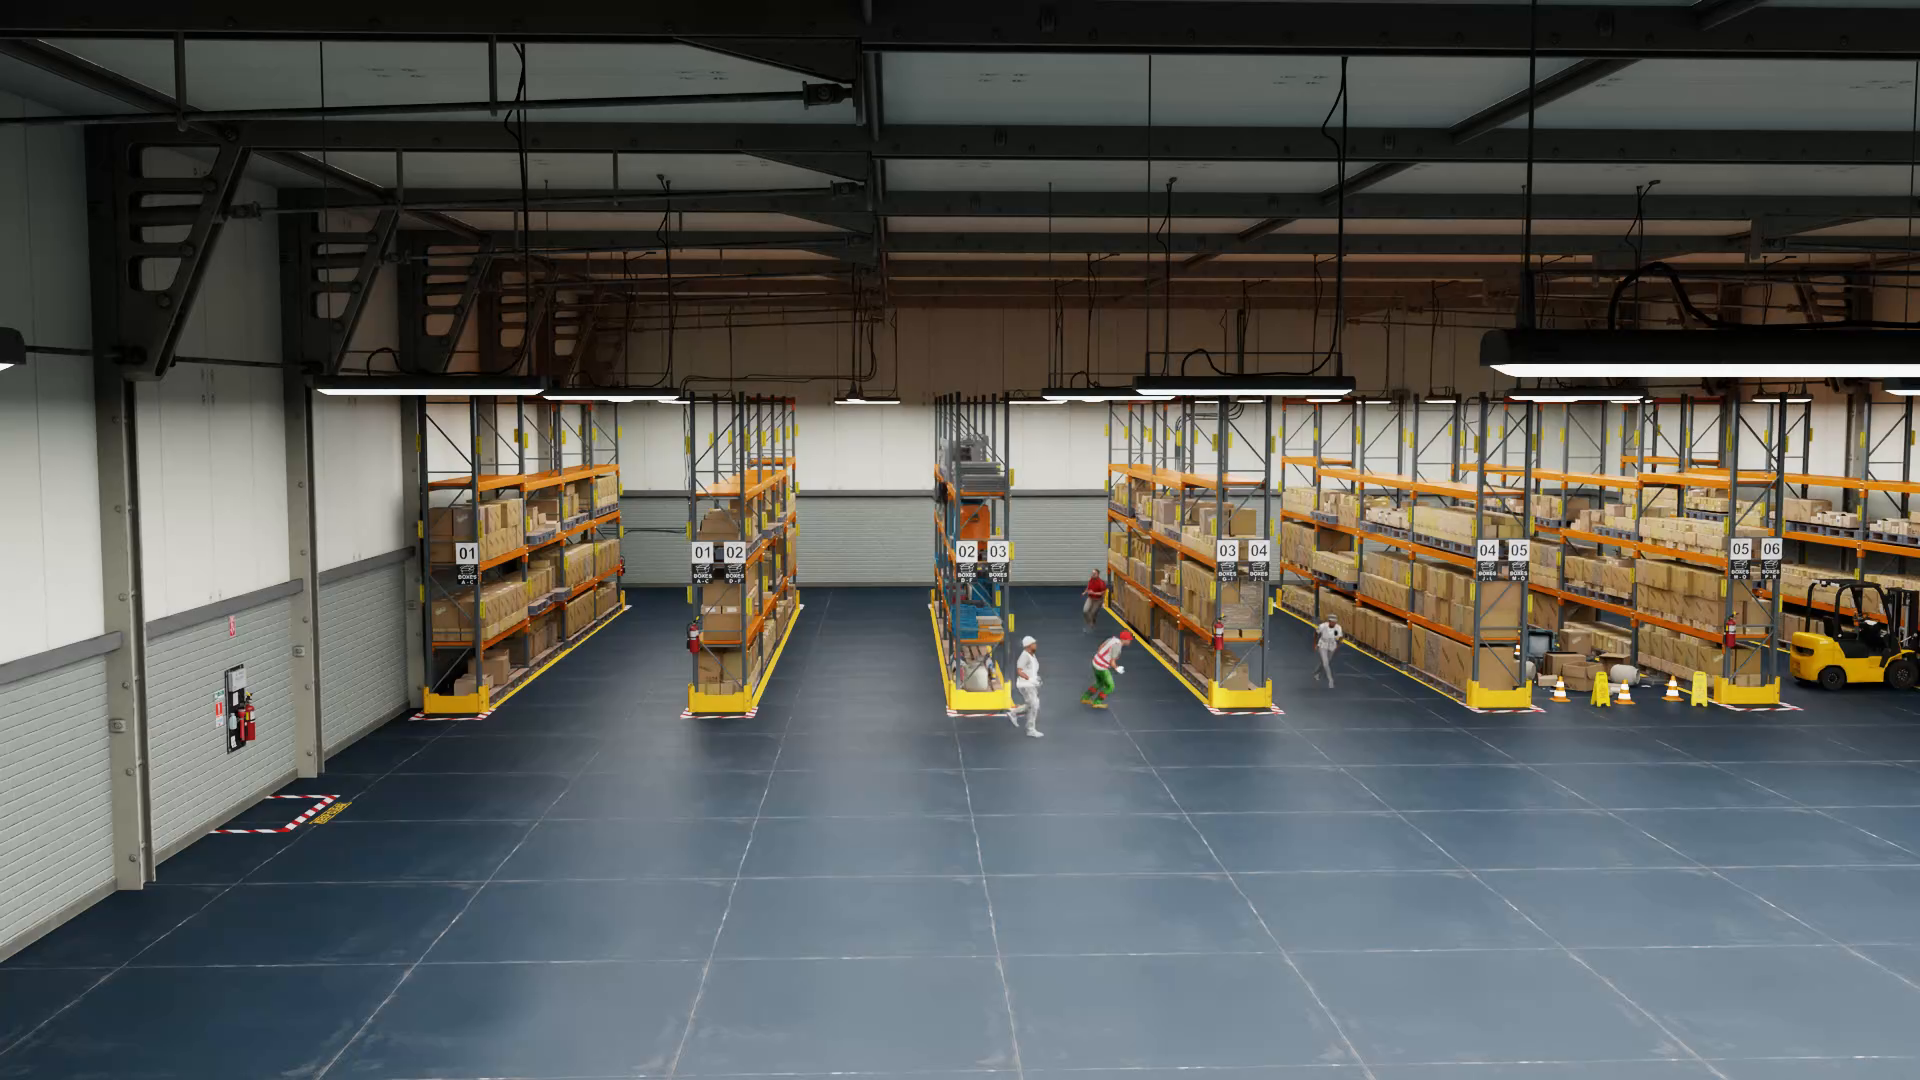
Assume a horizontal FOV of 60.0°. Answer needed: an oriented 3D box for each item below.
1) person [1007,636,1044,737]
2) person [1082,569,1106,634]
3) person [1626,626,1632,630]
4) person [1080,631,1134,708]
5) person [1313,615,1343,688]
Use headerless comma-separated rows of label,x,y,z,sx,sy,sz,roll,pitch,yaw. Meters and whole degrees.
person,1.112,2.544,28.894,0.694,1.758,0.682,2,5,18
person,3.348,1.539,41.867,0.807,1.640,0.707,3,5,31
person,17.628,1.452,42.514,0.674,1.778,0.927,-2,5,-23
person,2.786,2.455,31.530,0.979,1.503,0.689,0,5,-4
person,7.507,2.229,34.133,0.585,1.505,1.045,0,5,-3
